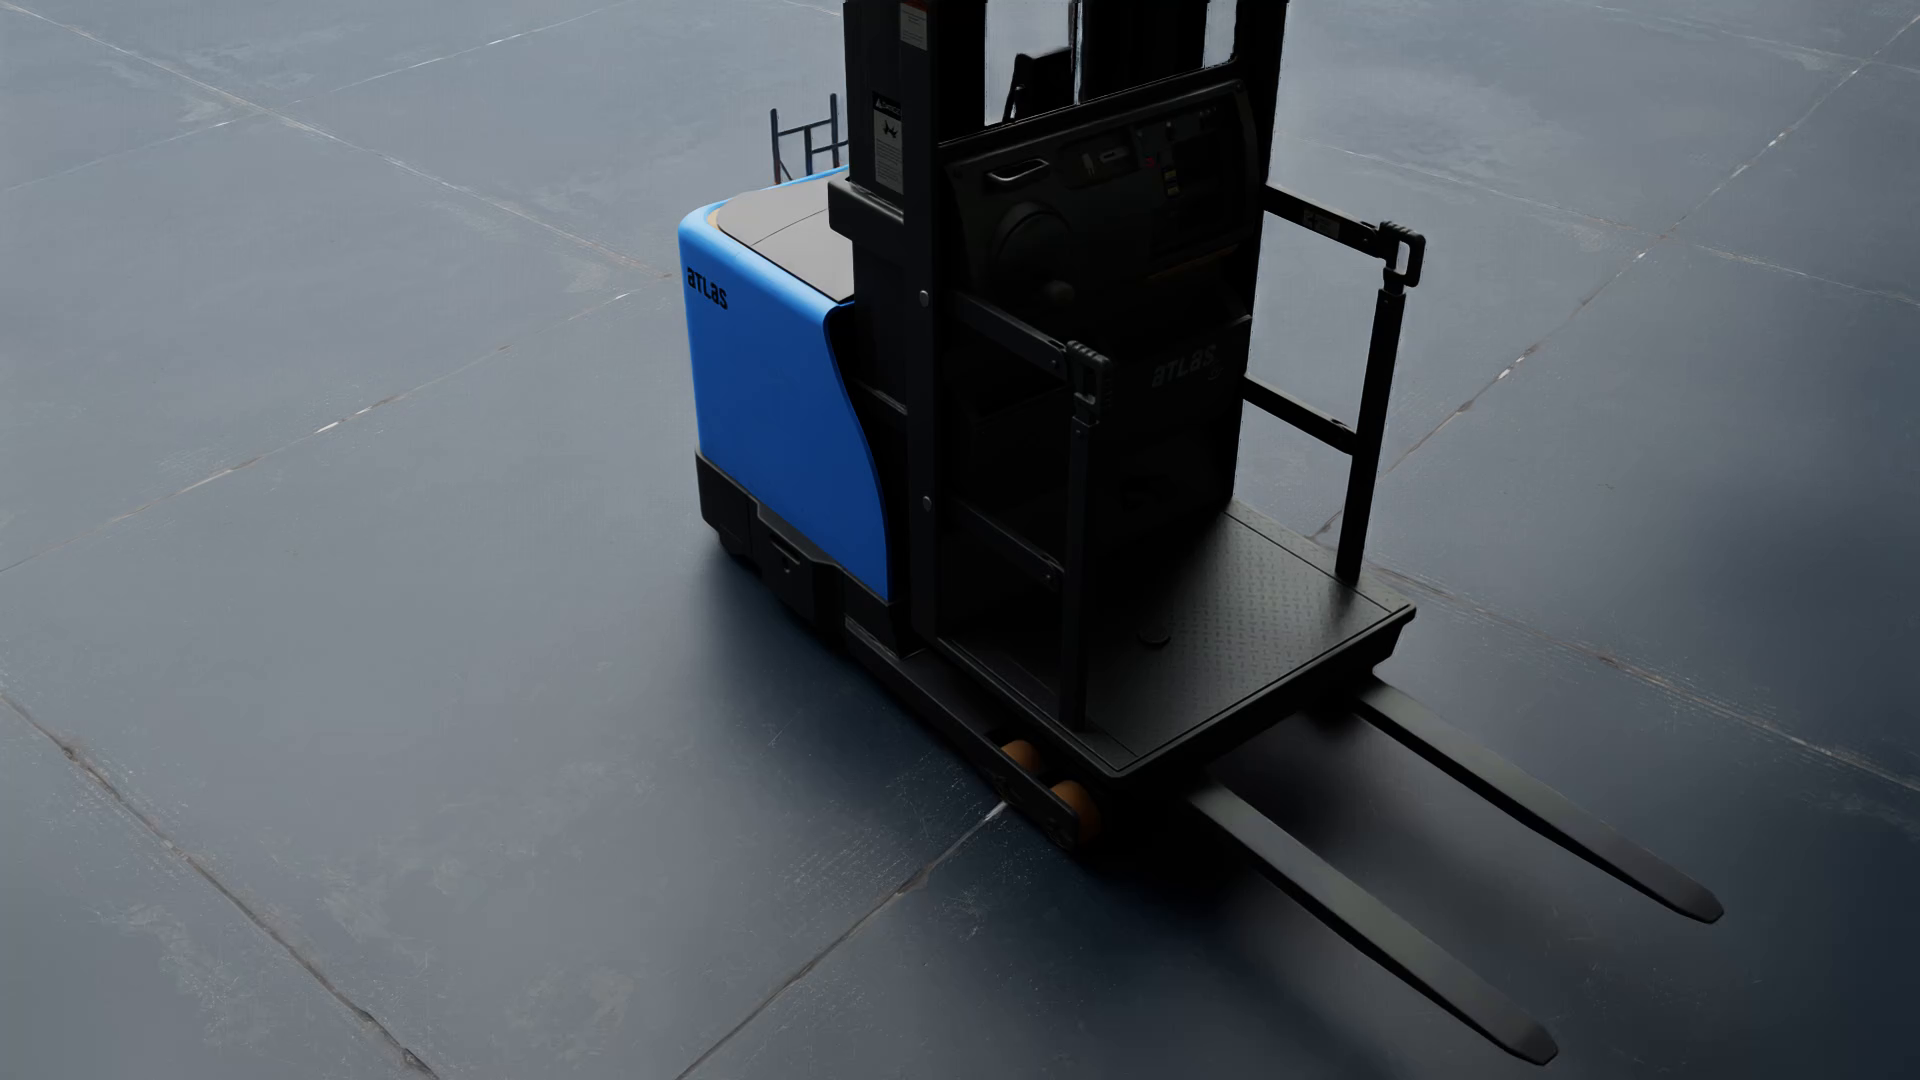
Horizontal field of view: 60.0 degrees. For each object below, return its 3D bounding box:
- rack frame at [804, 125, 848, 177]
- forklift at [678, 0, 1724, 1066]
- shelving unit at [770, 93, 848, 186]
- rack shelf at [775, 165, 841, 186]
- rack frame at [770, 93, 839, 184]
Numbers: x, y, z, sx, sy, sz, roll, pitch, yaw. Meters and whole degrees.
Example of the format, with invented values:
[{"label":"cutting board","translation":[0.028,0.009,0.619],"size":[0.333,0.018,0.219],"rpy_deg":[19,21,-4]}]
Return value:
[{"label":"rack frame","translation":[-0.365,-0.765,5.303],"size":[0.240,1.200,0.006],"rpy_deg":[-24,41,-31]},{"label":"forklift","translation":[0.489,-0.763,3.772],"size":[1.130,2.935,3.031],"rpy_deg":[-24,41,-31]},{"label":"shelving unit","translation":[-0.422,-0.805,5.363],"size":[0.258,1.200,0.189],"rpy_deg":[-24,41,-31]},{"label":"rack shelf","translation":[-0.422,-1.065,5.184],"size":[0.258,0.103,0.180],"rpy_deg":[-24,41,-31]},{"label":"rack frame","translation":[-0.478,-0.846,5.422],"size":[0.240,1.200,0.006],"rpy_deg":[-24,41,-31]}]
